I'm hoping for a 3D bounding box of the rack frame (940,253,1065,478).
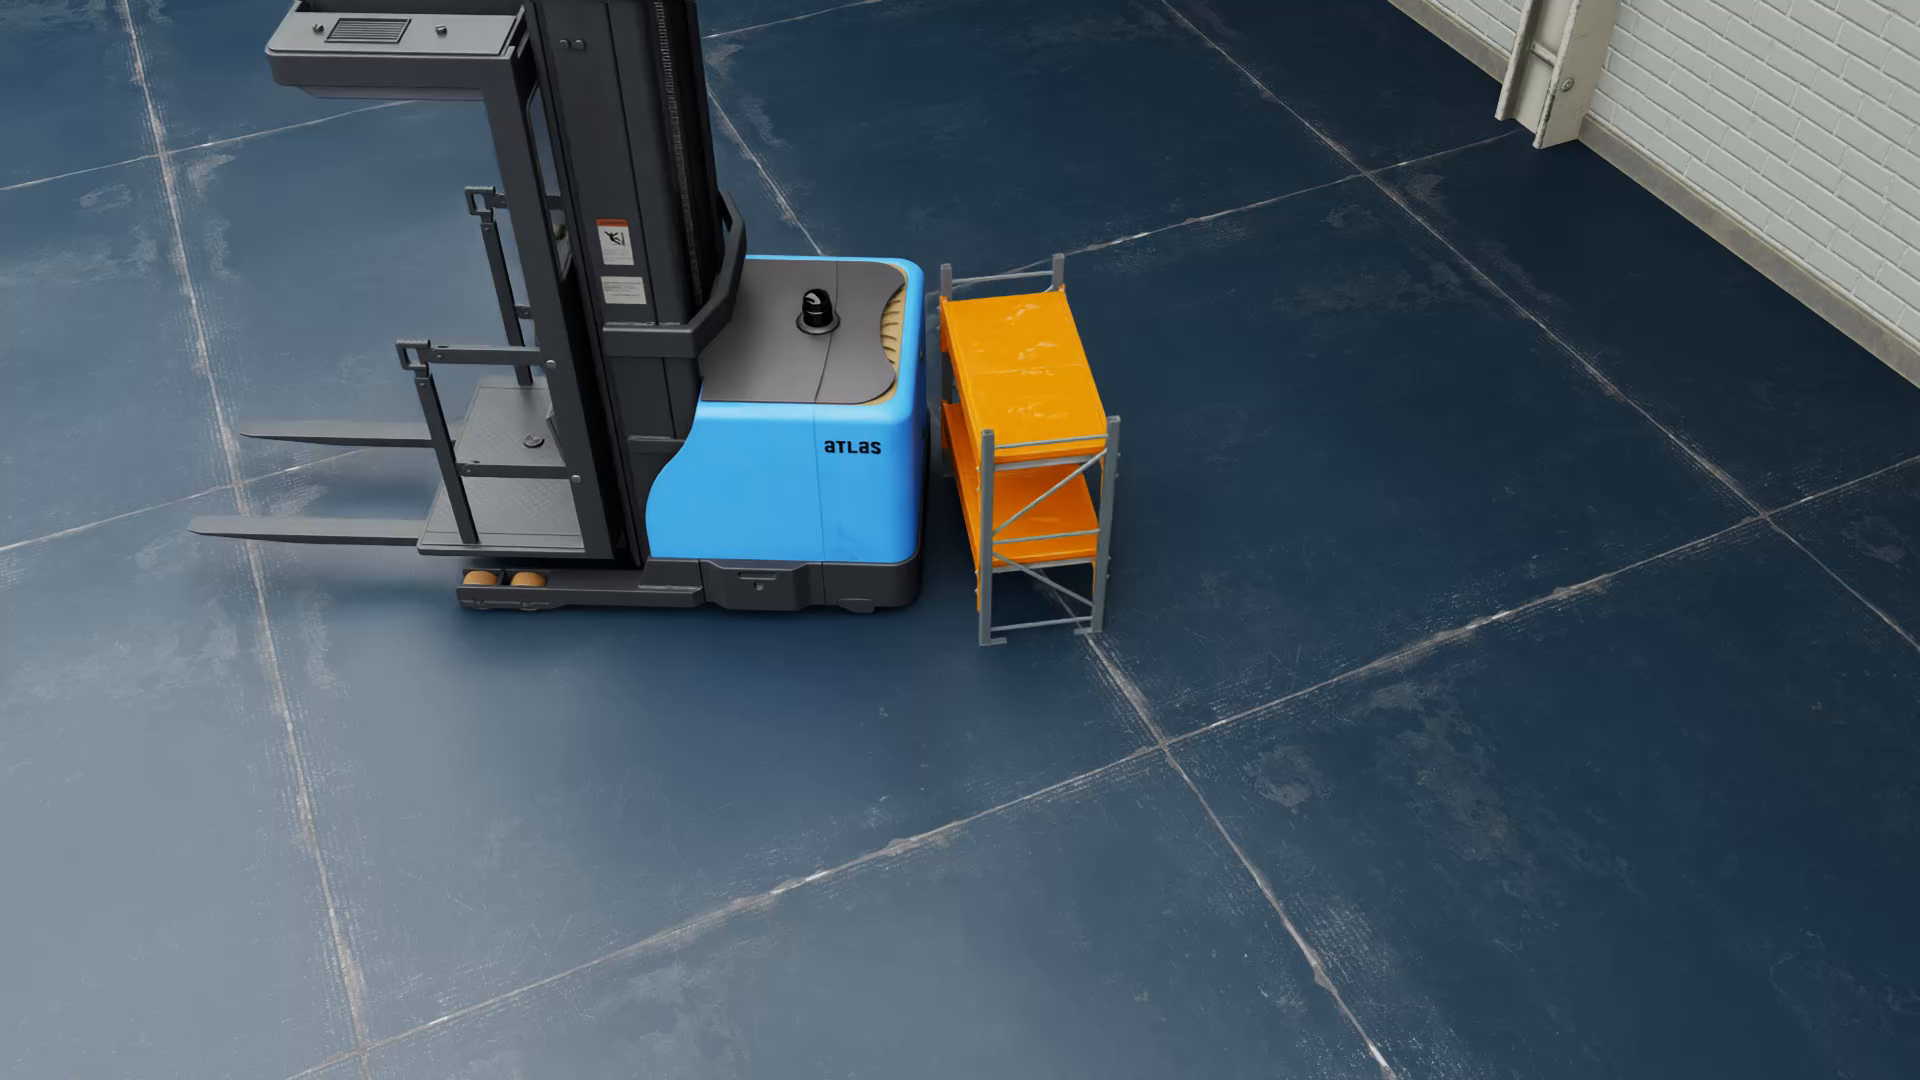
[{"bbox_3d":[0.171,-0.715,7.042,0.500,1.125,0.032,-6,45,-6],"label":"rack frame"}]

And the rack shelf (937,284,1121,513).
[{"bbox_3d":[0.248,-0.570,6.479,0.538,0.278,1.000,-6,45,-6],"label":"rack shelf"}]

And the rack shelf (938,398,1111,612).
[{"bbox_3d":[0.248,-0.188,6.856,0.538,0.278,1.000,-6,45,-6],"label":"rack shelf"}]

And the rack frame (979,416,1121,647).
[{"bbox_3d":[0.326,-0.009,6.327,0.500,1.125,0.032,-6,45,-6],"label":"rack frame"}]

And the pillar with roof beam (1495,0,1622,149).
[{"bbox_3d":[-0.600,-4.299,5.069,9.100,9.000,0.400,-18,47,-17],"label":"pillar with roof beam"}]

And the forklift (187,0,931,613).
[{"bbox_3d":[-1.660,-1.124,6.171,3.031,2.935,1.130,1,45,1],"label":"forklift"}]

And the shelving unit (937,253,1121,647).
[{"bbox_3d":[0.248,-0.362,6.685,0.538,1.125,1.048,-6,45,-6],"label":"shelving unit"}]
